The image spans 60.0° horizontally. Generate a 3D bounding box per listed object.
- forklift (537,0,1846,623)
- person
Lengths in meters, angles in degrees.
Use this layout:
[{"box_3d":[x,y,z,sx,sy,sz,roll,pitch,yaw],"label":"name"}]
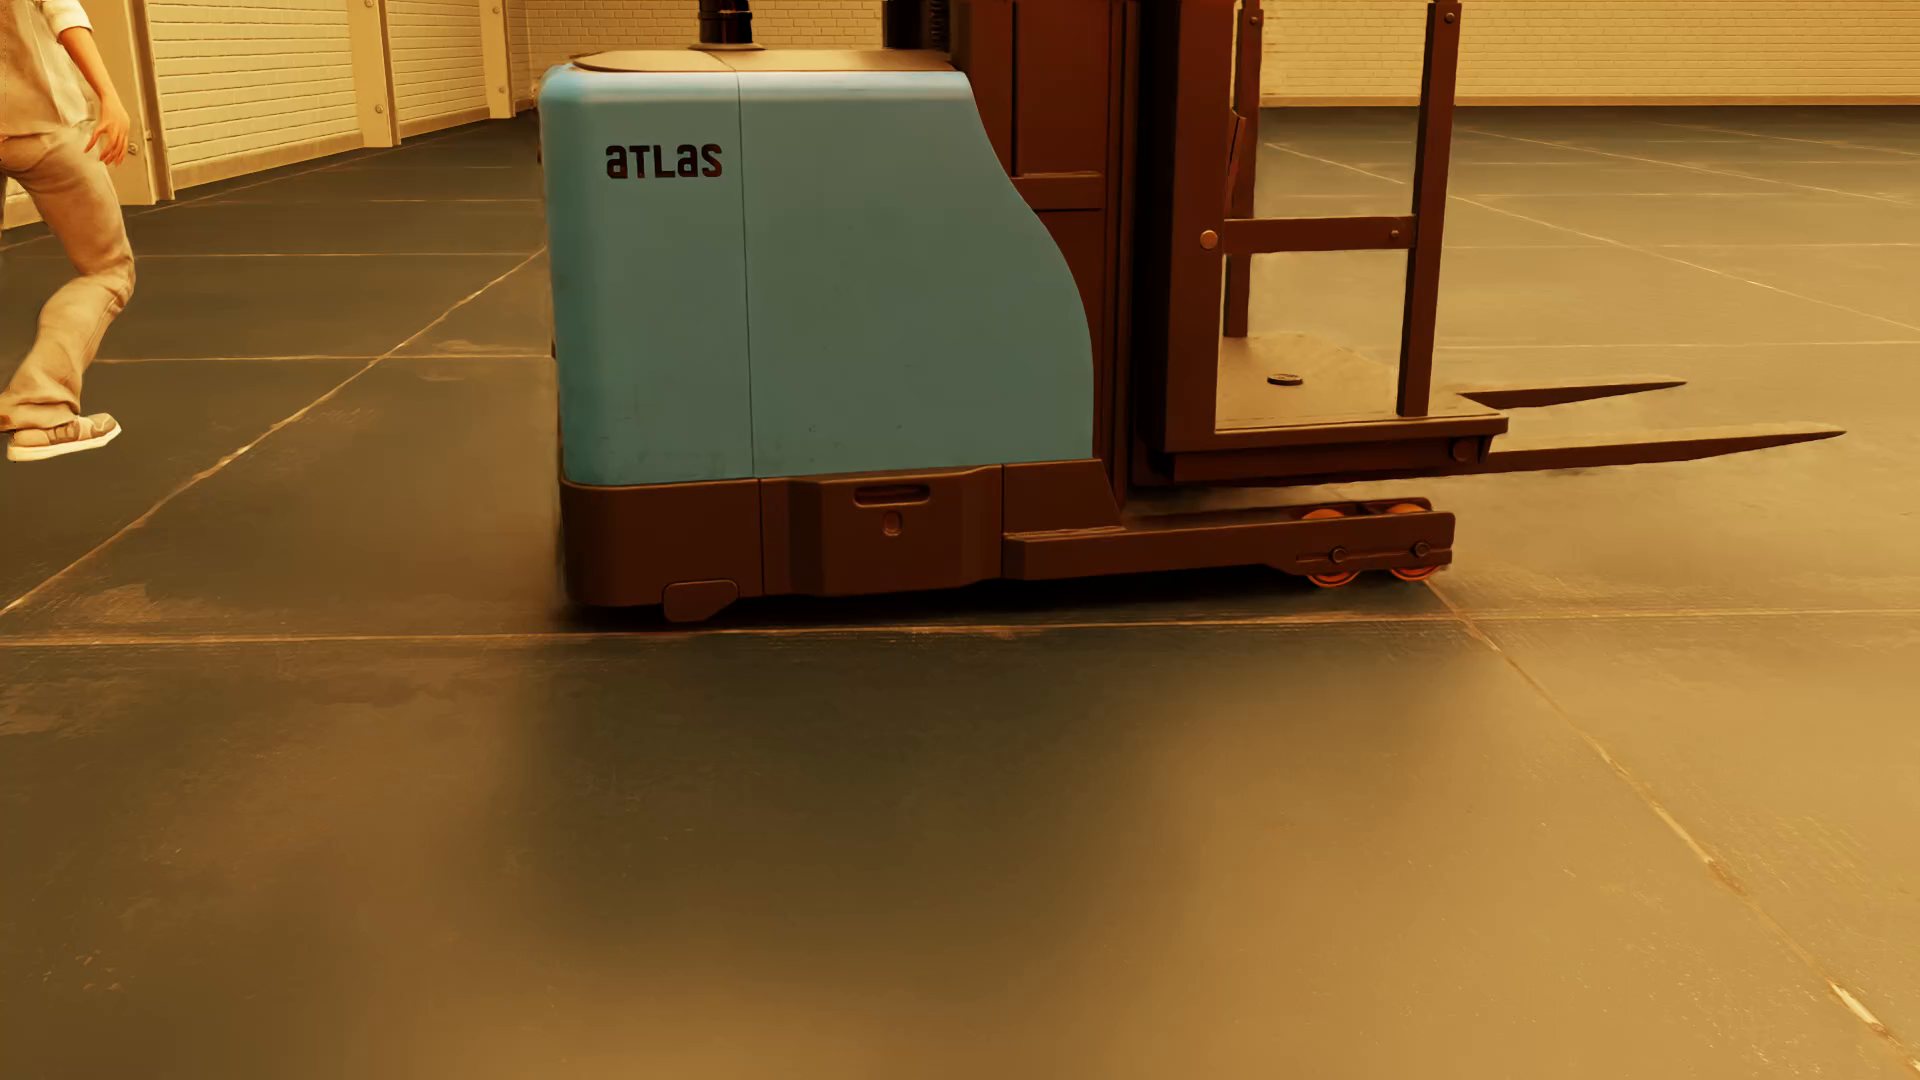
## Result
[{"box_3d":[0.595,-1.446,3.633,3.031,2.935,1.130,-4,17,-13],"label":"forklift"},{"box_3d":[-2.096,-0.907,3.594,0.722,1.499,0.438,4,17,13],"label":"person"}]
